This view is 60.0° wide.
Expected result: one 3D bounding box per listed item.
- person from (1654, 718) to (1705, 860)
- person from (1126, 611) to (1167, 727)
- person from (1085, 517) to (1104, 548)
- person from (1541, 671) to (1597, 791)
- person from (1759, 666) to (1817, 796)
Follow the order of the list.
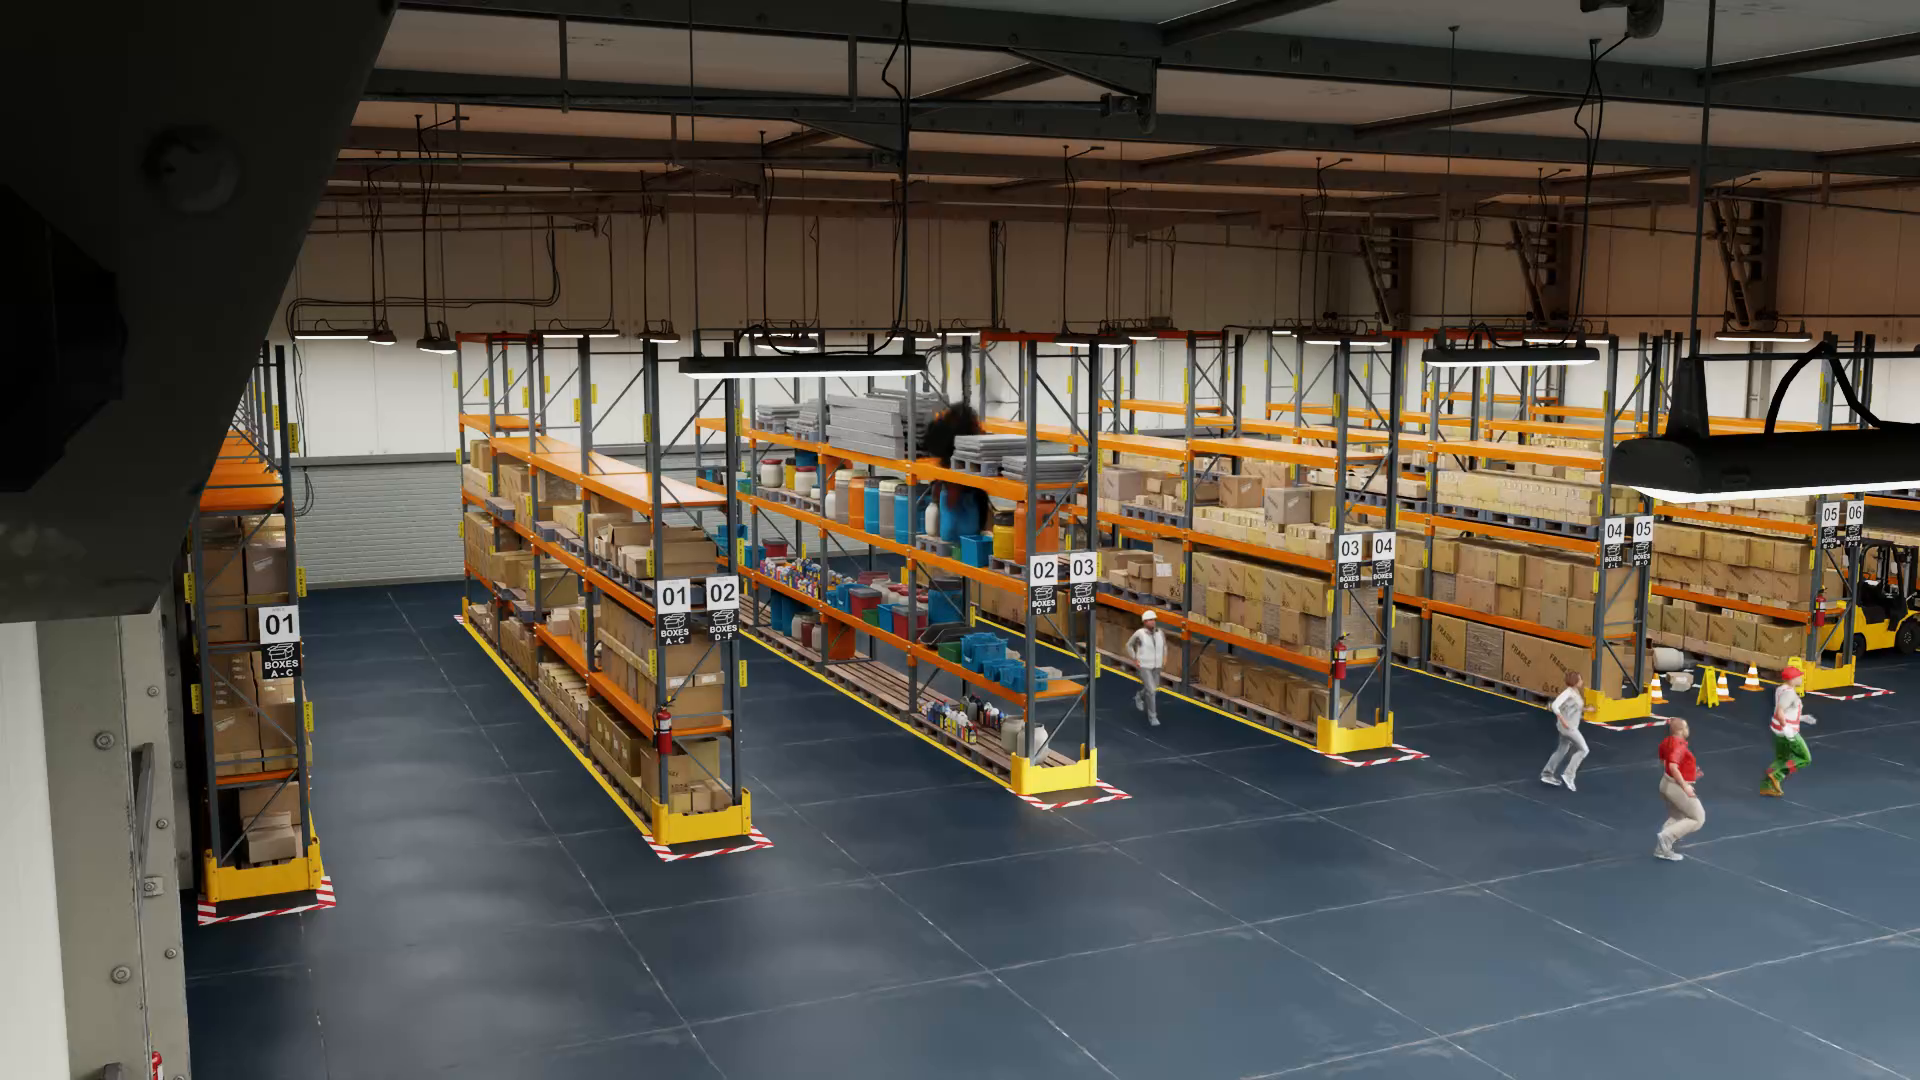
[{"bbox_3d":[8.384,2.904,19.339,0.590,1.686,0.657,0,8,-1],"label":"person"},{"bbox_3d":[2.936,1.970,26.049,0.673,1.772,0.849,-4,9,-26],"label":"person"},{"bbox_3d":[3.004,0.302,38.225,0.733,1.769,0.926,-2,8,-17],"label":"person"},{"bbox_3d":[8.181,2.555,22.317,0.679,1.620,0.507,3,8,18],"label":"person"},{"bbox_3d":[10.922,2.522,21.854,0.674,1.736,0.662,1,8,11],"label":"person"}]
